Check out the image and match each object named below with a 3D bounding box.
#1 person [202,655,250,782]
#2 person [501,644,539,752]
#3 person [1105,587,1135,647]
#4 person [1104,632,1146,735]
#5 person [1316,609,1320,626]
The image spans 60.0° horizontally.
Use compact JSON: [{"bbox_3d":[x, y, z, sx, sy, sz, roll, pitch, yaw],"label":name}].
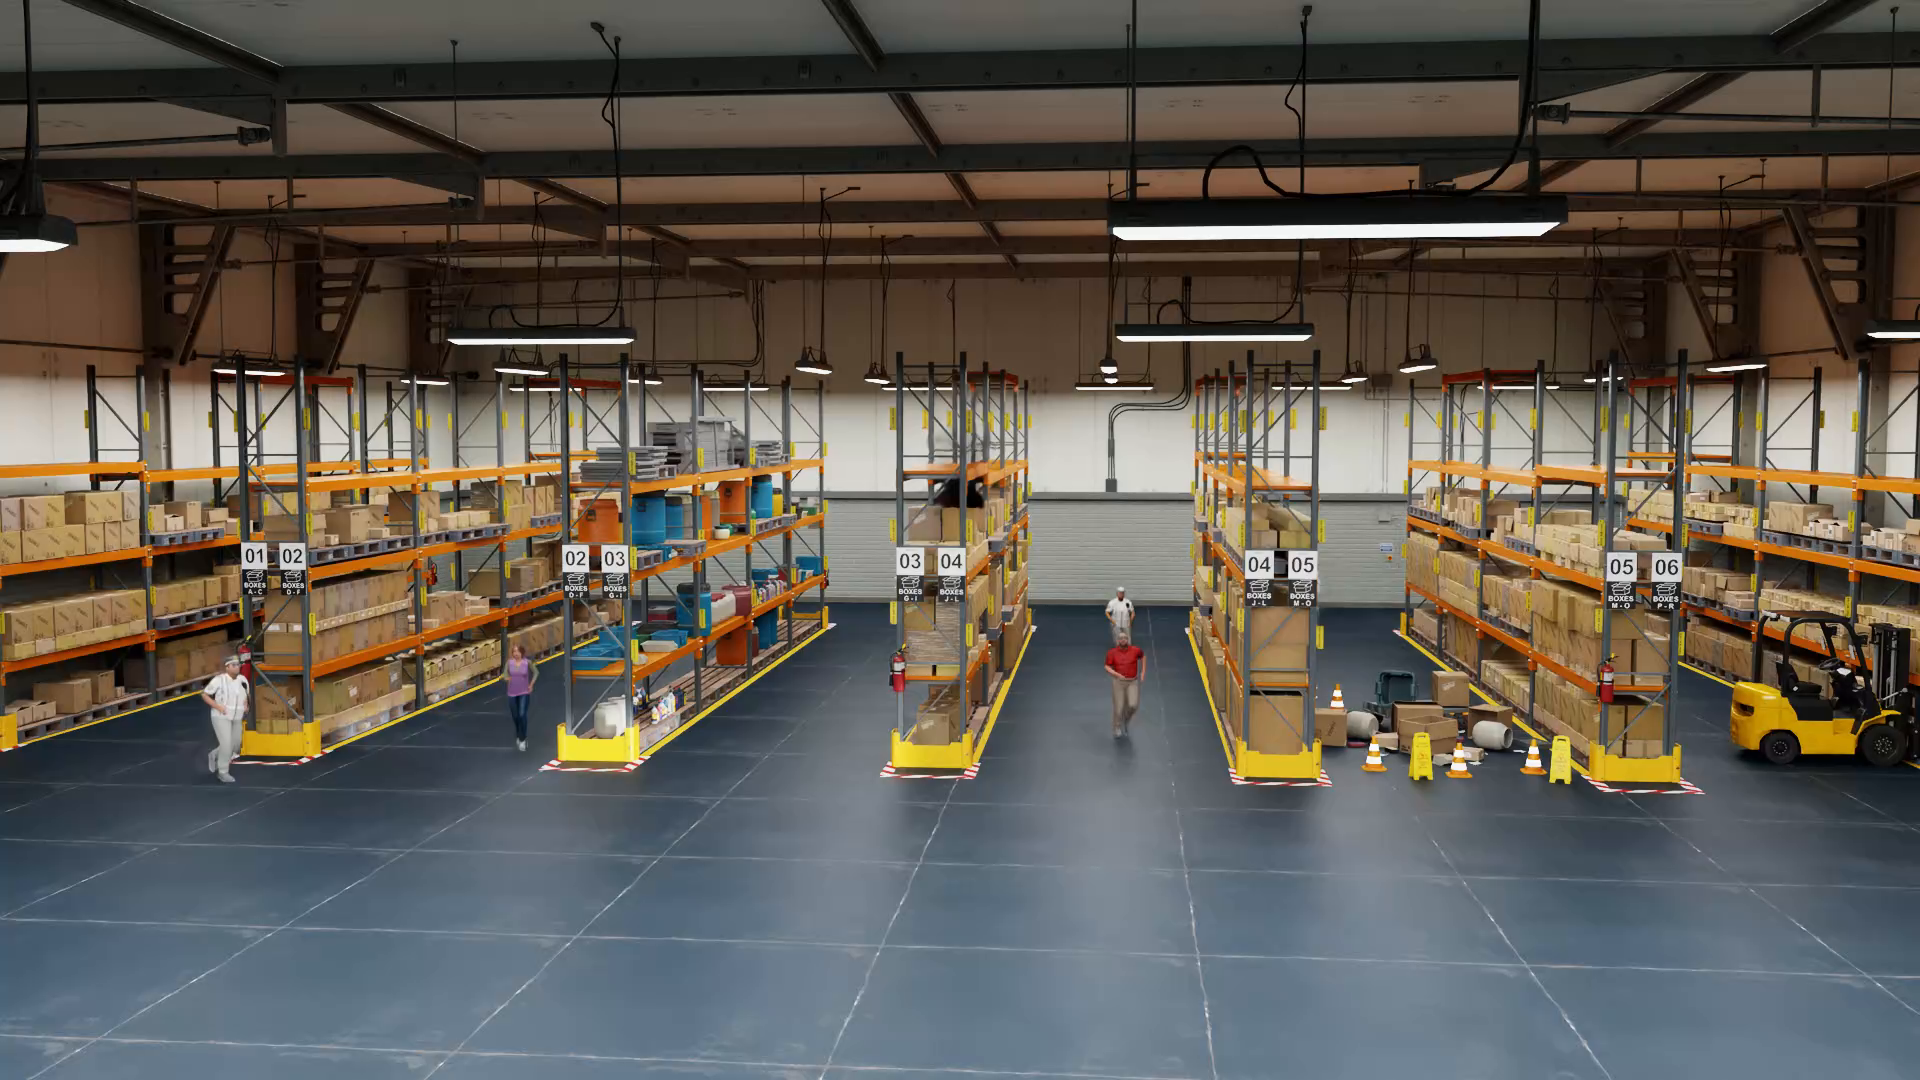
[{"bbox_3d":[-10.327,2.485,23.448,0.708,1.744,0.705,3,5,35],"label":"person"},{"bbox_3d":[-6.726,2.401,25.372,0.514,1.639,0.666,0,4,-2],"label":"person"},{"bbox_3d":[3.276,1.774,34.014,0.611,1.631,0.545,0,4,-1],"label":"person"},{"bbox_3d":[2.623,2.289,26.294,0.687,1.672,0.769,0,4,-1],"label":"person"},{"bbox_3d":[8.450,1.334,40.508,0.663,1.611,0.604,0,4,-4],"label":"person"}]
